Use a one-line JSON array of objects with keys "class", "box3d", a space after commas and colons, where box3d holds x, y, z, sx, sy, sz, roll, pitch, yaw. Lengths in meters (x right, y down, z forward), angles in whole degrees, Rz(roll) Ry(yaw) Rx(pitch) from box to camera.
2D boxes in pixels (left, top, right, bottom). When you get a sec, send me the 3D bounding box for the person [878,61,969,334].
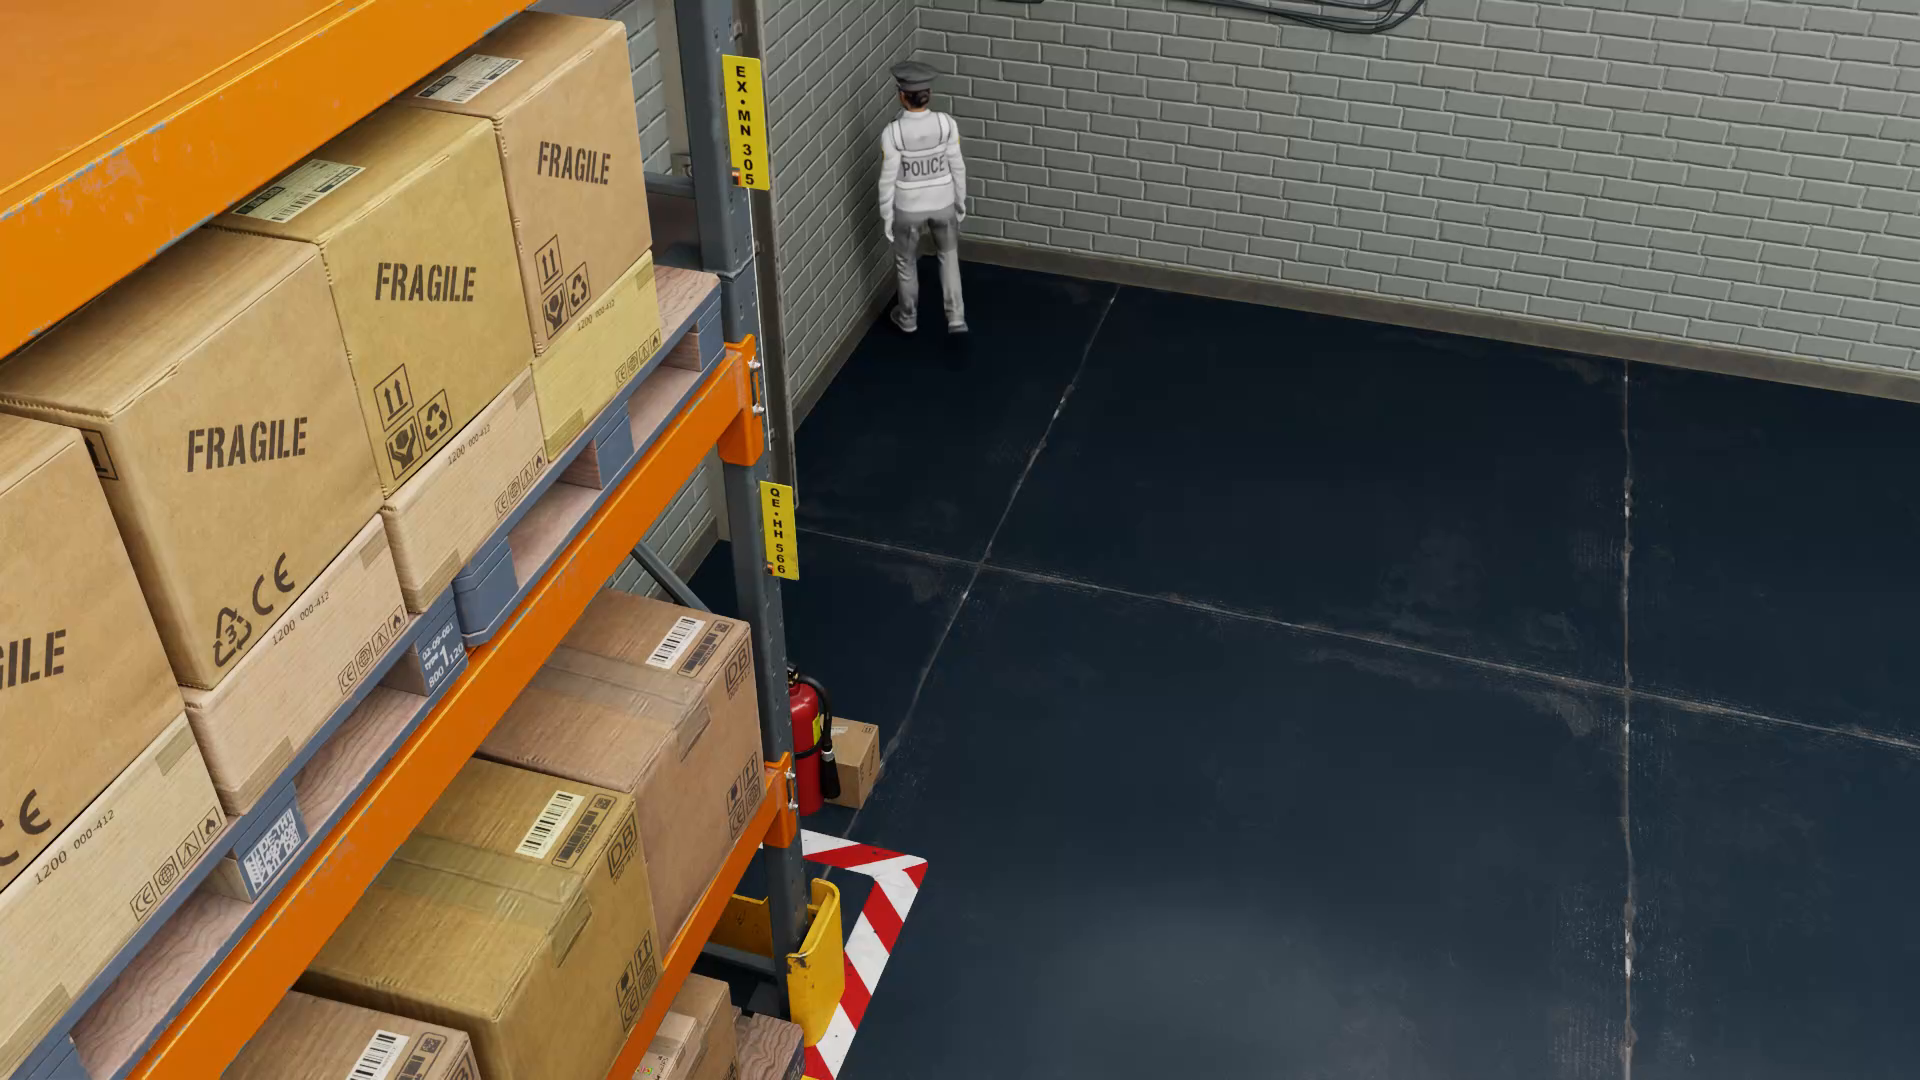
[{"class": "person", "box3d": [-0.220, -1.870, 9.312, 0.520, 1.661, 0.621, -8, 38, -11]}]
